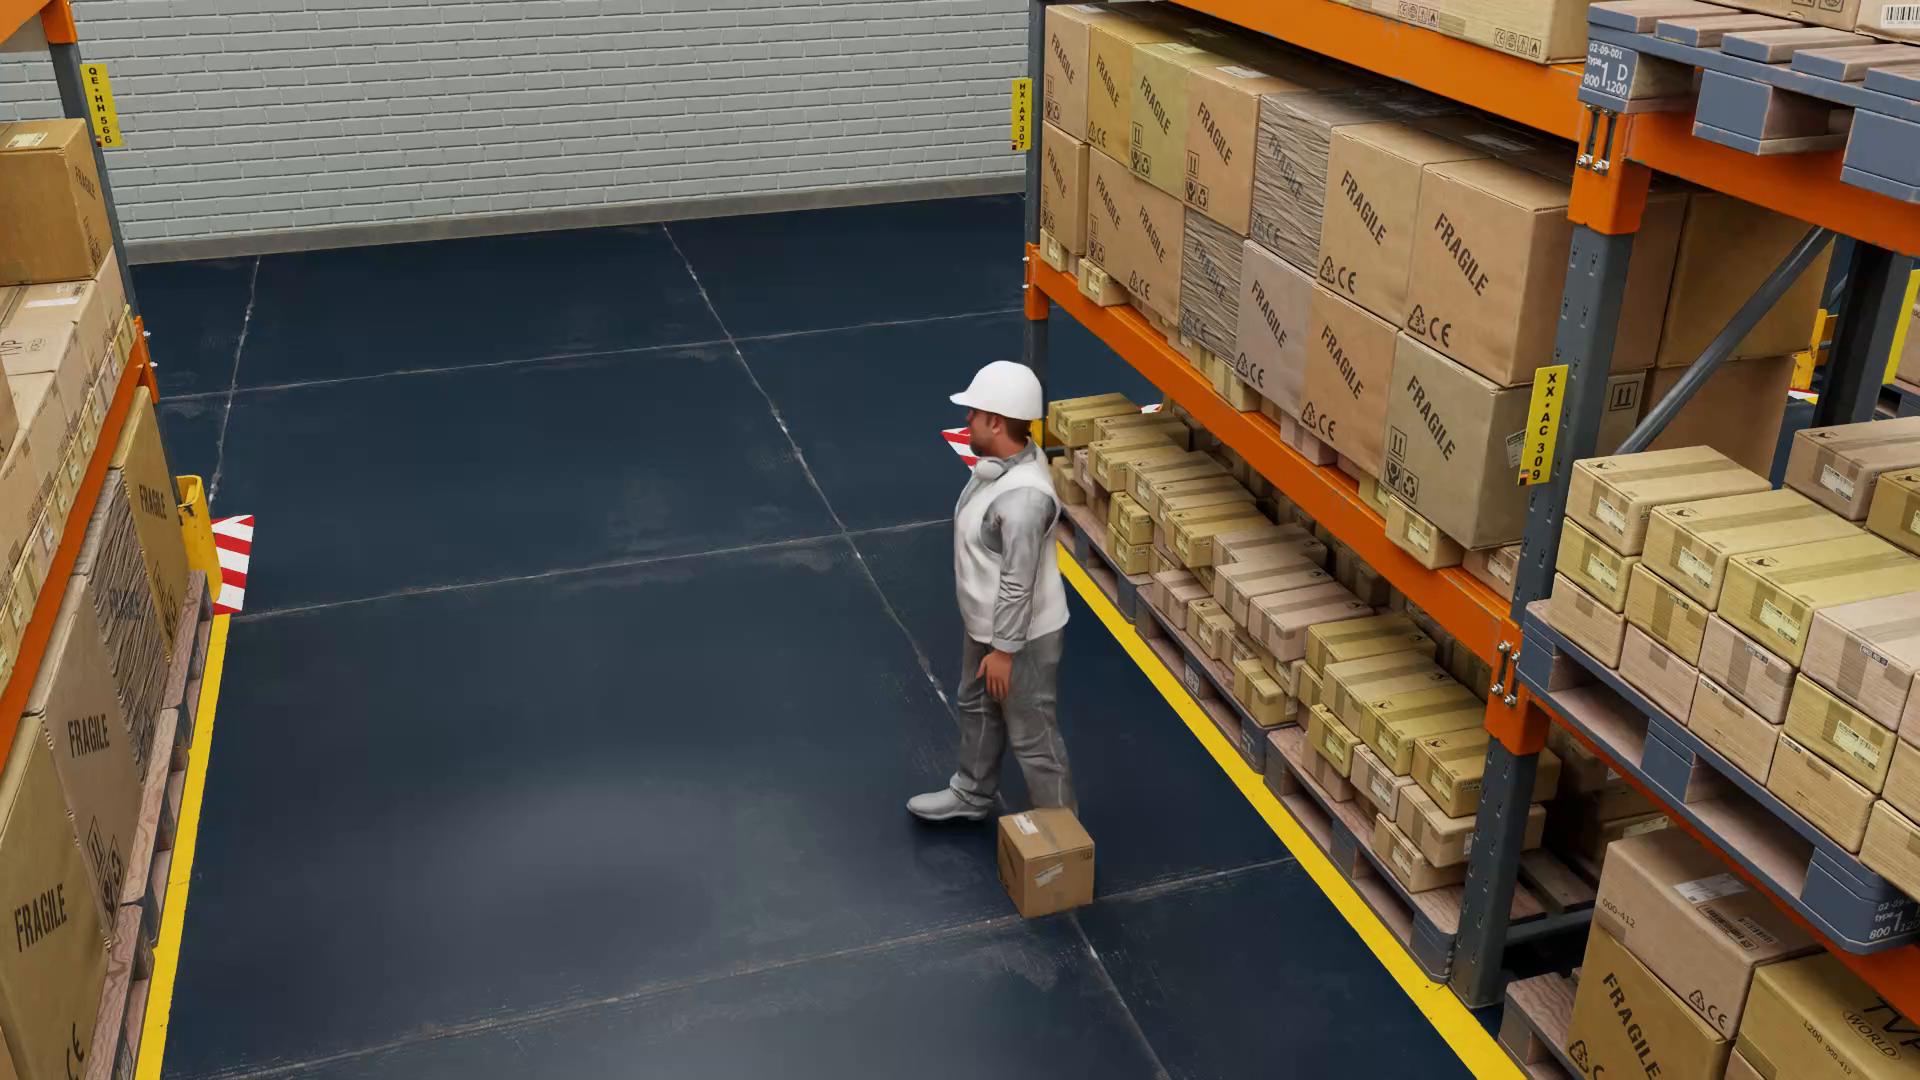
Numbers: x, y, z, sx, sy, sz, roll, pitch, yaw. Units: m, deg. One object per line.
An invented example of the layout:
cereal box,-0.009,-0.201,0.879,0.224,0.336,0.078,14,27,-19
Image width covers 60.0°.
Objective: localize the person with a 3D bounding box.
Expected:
person,0.113,0.248,5.523,0.574,1.770,0.632,-4,26,-8
